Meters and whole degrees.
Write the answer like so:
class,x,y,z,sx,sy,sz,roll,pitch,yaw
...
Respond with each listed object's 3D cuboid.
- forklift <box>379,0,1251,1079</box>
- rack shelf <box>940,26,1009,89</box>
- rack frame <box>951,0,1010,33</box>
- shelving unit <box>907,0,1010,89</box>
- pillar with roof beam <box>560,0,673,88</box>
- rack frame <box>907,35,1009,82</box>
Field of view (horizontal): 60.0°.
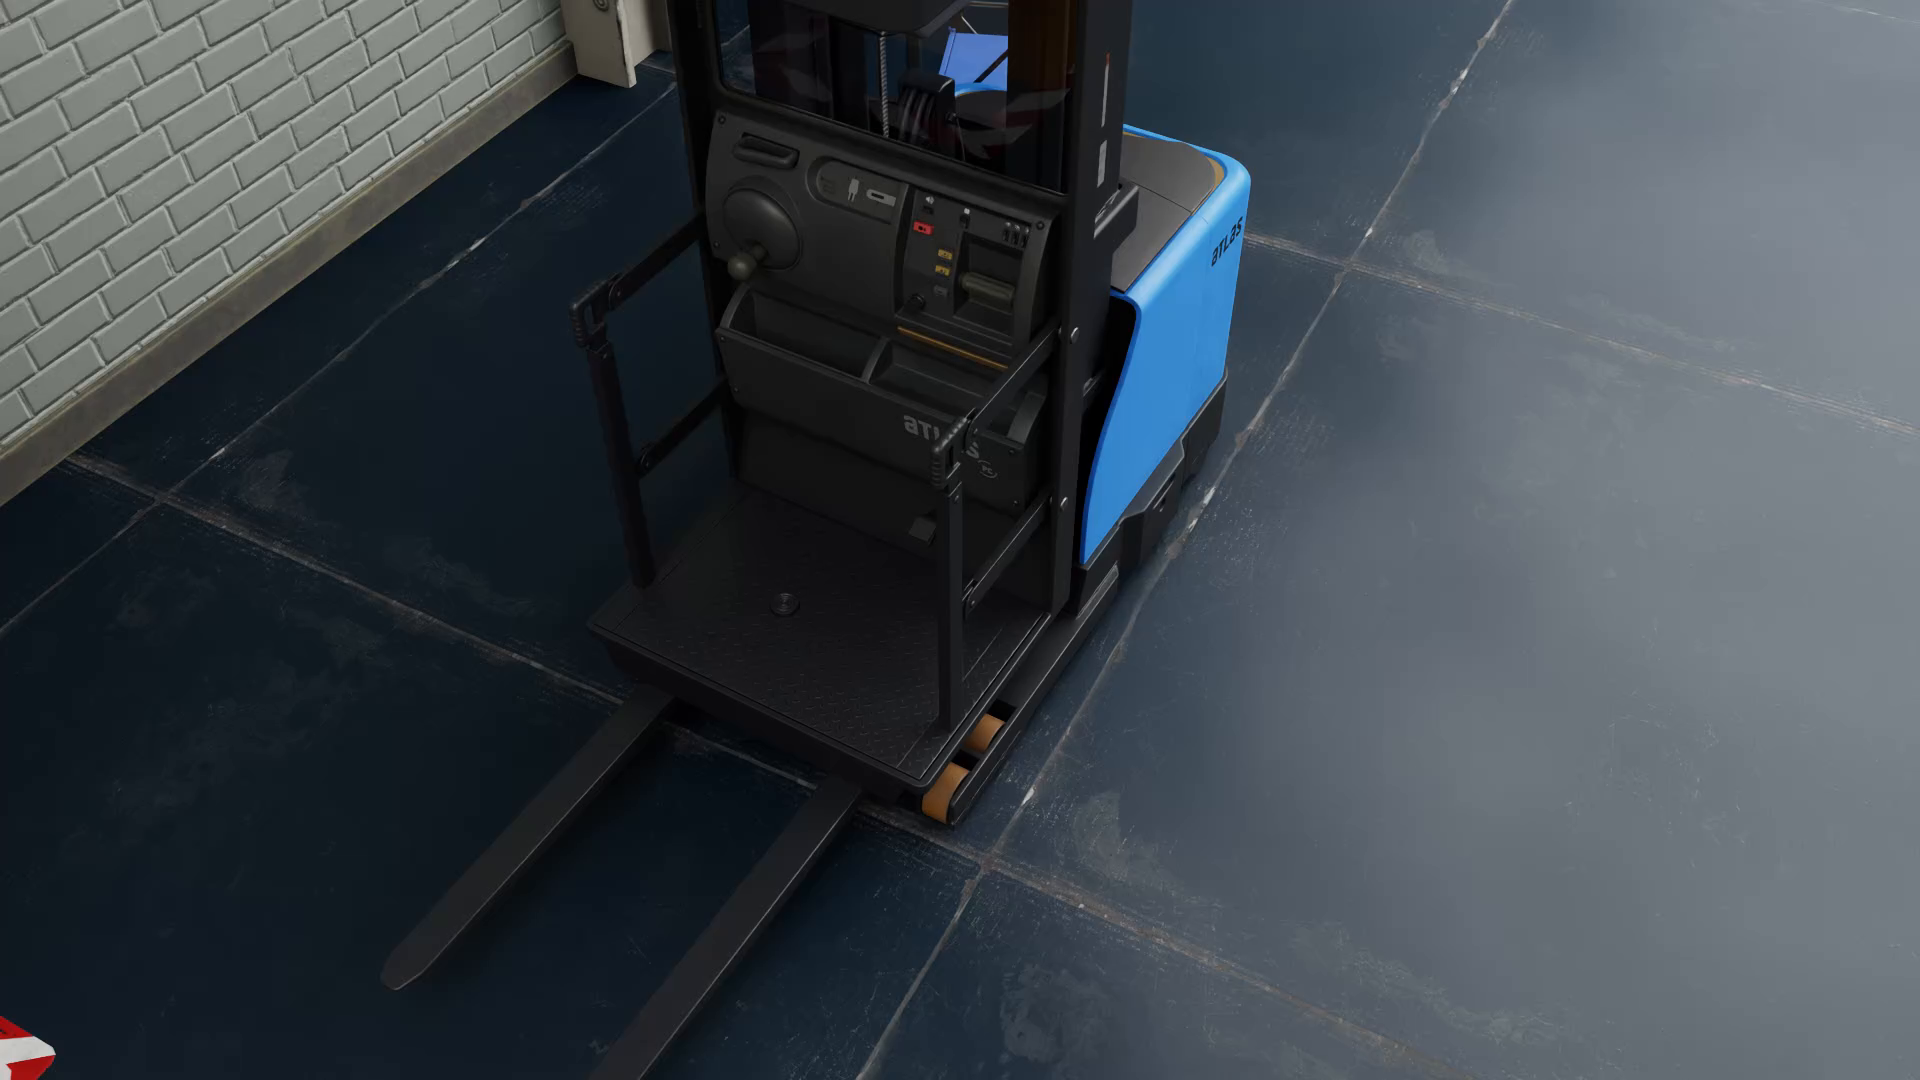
class,x,y,z,sx,sy,sz,roll,pitch,yaw
forklift,-0.317,-0.646,3.828,1.130,2.935,3.031,23,50,21
rack shelf,0.151,-1.484,5.915,0.538,0.185,1.000,5,46,5
rack frame,0.217,-1.969,6.142,0.500,1.500,0.032,5,46,5
shelving unit,0.151,-1.611,5.787,0.538,1.500,1.048,5,46,5
pillar with roof beam,2.342,-3.867,2.745,9.100,9.000,0.400,20,49,19
rack frame,0.085,-1.252,5.433,0.500,1.500,0.032,5,46,5
